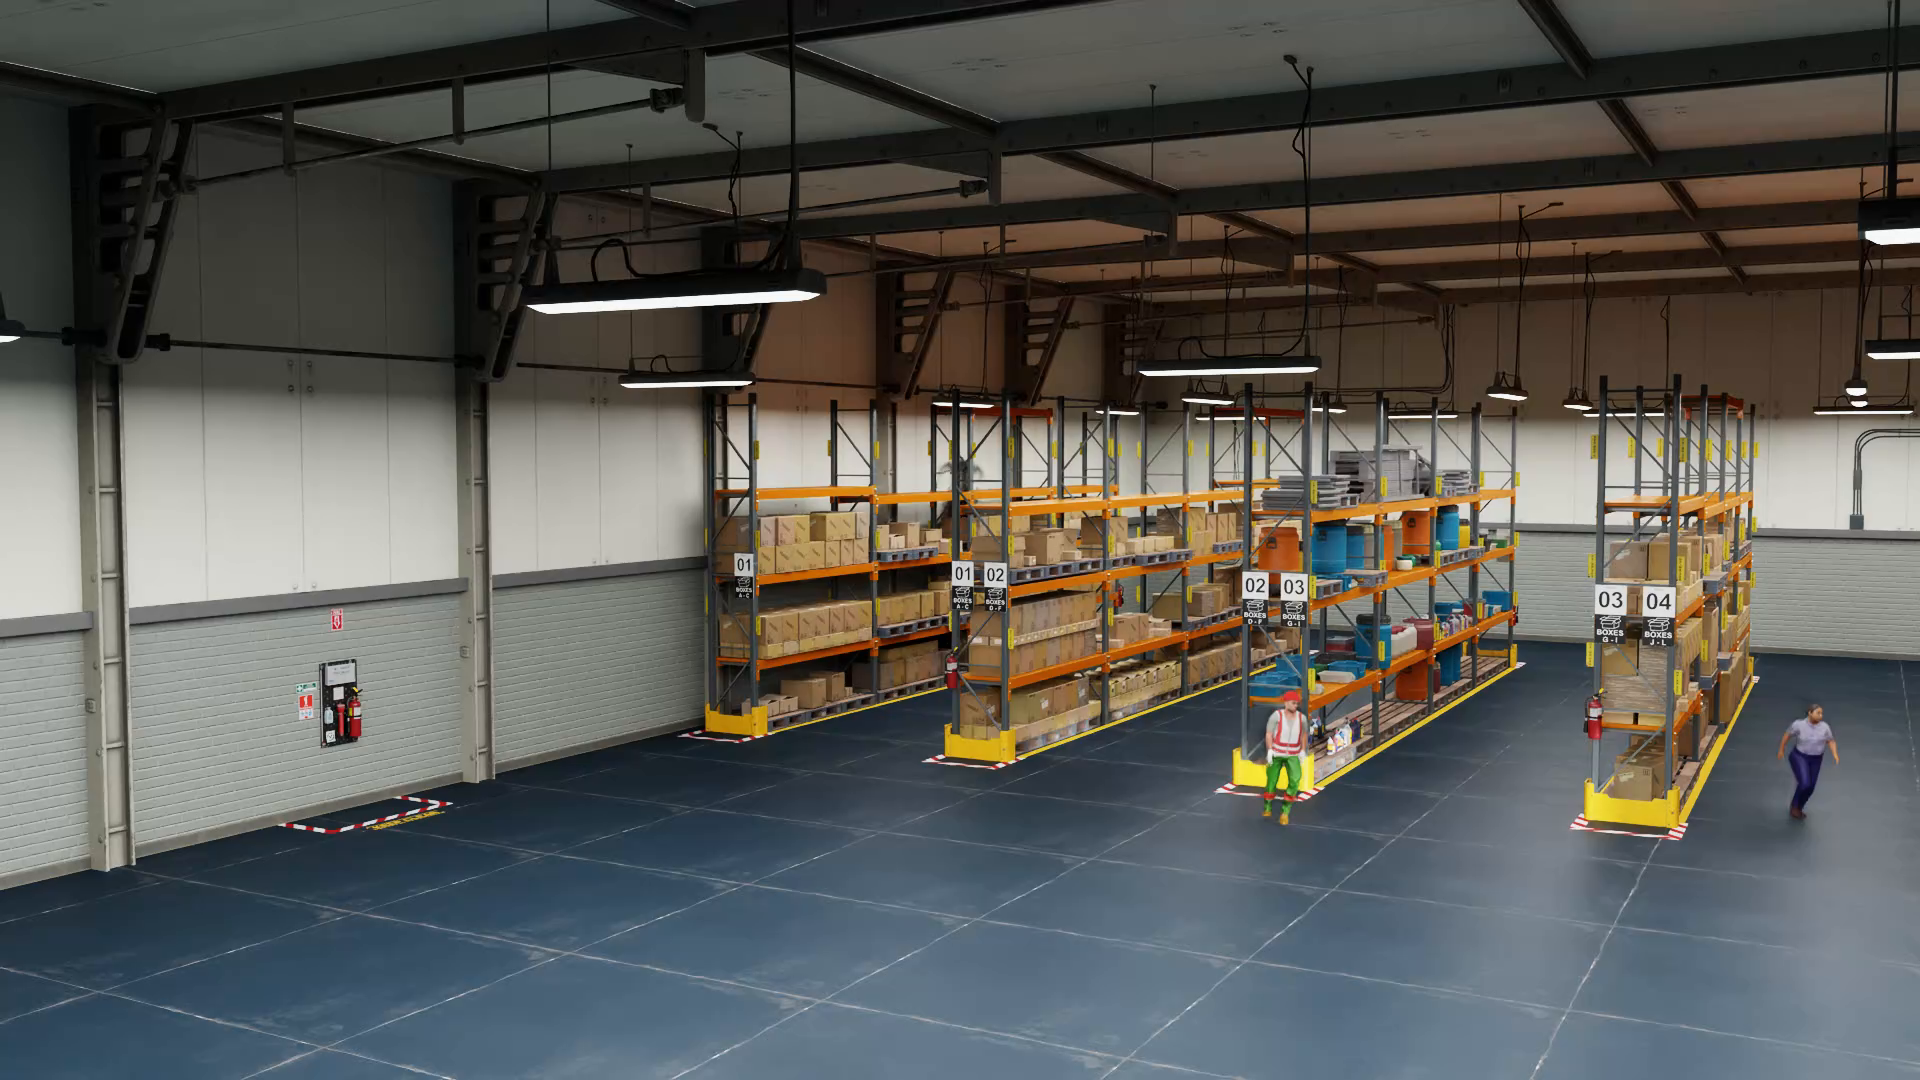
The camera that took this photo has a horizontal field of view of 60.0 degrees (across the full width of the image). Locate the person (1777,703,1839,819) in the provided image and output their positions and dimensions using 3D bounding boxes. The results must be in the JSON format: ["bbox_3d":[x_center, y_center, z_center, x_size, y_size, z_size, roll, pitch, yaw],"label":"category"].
[{"bbox_3d":[11.461,2.983,22.389,0.562,1.594,0.796,0,3,-2],"label":"person"}]

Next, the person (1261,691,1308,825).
[{"bbox_3d":[4.373,2.887,22.284,0.614,1.752,0.626,0,3,-1],"label":"person"}]
